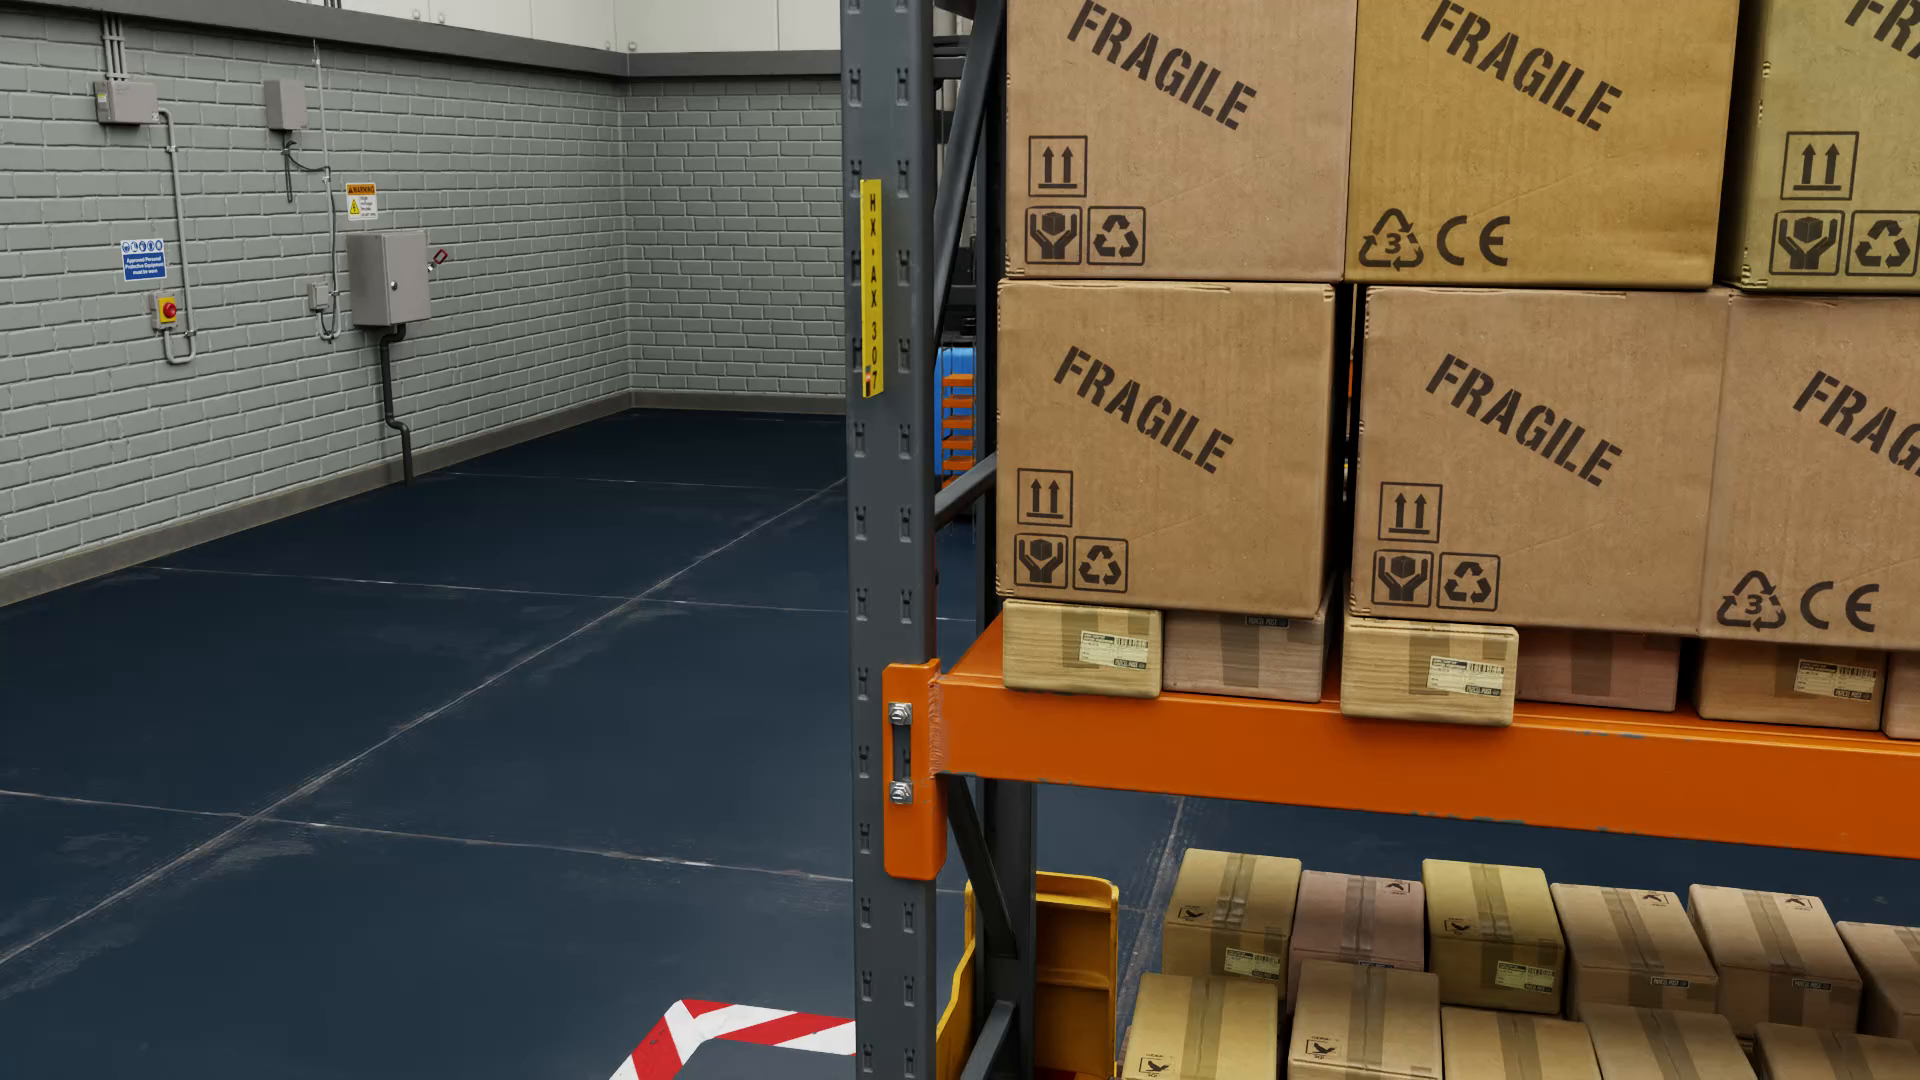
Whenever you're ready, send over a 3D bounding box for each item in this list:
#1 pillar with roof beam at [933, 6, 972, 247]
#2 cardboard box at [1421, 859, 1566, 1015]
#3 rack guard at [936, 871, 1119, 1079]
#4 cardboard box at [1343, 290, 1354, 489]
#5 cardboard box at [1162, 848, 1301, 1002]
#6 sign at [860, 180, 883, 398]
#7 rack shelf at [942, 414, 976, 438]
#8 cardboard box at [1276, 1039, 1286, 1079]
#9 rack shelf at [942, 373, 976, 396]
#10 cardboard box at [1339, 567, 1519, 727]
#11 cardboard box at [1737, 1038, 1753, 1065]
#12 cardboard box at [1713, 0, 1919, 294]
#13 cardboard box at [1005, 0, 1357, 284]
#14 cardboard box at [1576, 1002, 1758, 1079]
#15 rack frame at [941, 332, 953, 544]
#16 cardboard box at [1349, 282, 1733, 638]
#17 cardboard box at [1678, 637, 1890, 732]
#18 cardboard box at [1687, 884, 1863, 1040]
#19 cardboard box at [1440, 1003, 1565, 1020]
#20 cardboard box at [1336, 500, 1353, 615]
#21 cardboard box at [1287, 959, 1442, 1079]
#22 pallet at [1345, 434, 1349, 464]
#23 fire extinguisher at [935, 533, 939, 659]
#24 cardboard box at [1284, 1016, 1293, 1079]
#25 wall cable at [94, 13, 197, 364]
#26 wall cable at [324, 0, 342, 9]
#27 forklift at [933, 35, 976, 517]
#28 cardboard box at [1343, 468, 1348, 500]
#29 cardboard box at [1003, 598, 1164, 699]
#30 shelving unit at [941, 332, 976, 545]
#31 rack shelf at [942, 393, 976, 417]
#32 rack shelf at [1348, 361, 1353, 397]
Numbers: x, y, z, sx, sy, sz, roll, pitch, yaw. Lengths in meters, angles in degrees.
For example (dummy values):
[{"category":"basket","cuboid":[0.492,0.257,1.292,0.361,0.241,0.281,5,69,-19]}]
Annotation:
[{"category":"pillar with roof beam","cuboid":[-1.163,-4.519,9.327,0.400,9.000,9.100,3,13,14]},{"category":"cardboard box","cuboid":[1.083,0.806,3.413,0.250,0.149,0.380,3,13,12]},{"category":"rack guard","cuboid":[0.070,1.148,3.404,0.348,0.500,1.175,3,13,14]},{"category":"cardboard box","cuboid":[0.494,-0.301,3.247,0.500,0.500,0.500,3,13,15]},{"category":"cardboard box","cuboid":[0.571,0.795,3.466,0.250,0.149,0.380,3,13,14]},{"category":"sign","cuboid":[-0.133,-0.385,2.543,0.005,0.325,0.100,3,13,14]},{"category":"rack shelf","cuboid":[0.014,-0.659,9.584,0.180,0.103,0.258,3,13,14]},{"category":"cardboard box","cuboid":[0.444,1.047,3.016,0.250,0.149,0.380,4,13,16]},{"category":"rack shelf","cuboid":[0.014,-0.893,9.532,0.180,0.103,0.258,3,13,14]},{"category":"cardboard box","cuboid":[0.738,0.162,2.658,0.250,0.149,0.380,3,13,12]},{"category":"cardboard box","cuboid":[1.588,0.984,3.300,0.250,0.149,0.380,3,13,14]},{"category":"cardboard box","cuboid":[1.360,-0.623,2.388,0.500,0.500,0.500,3,13,12]},{"category":"cardboard box","cuboid":[0.369,-0.679,2.643,0.500,0.500,0.500,3,13,13]},{"category":"cardboard box","cuboid":[1.195,0.943,2.795,0.250,0.149,0.380,2,13,11]},{"category":"rack frame","cuboid":[-0.075,-0.590,9.622,0.006,1.200,0.240,3,13,14]},{"category":"cardboard box","cuboid":[0.892,-0.166,2.640,0.500,0.500,0.500,3,13,14]},{"category":"cardboard box","cuboid":[1.280,0.166,2.640,0.250,0.149,0.380,3,13,13]},{"category":"cardboard box","cuboid":[1.594,0.835,3.282,0.250,0.149,0.380,4,13,16]},{"category":"cardboard box","cuboid":[1.082,0.960,3.409,0.250,0.149,0.380,3,13,11]},{"category":"cardboard box","cuboid":[0.860,0.035,3.232,0.250,0.149,0.380,3,13,13]},{"category":"cardboard box","cuboid":[0.720,0.908,2.955,0.250,0.149,0.380,3,13,15]},{"category":"pallet","cuboid":[3.118,-0.760,12.671,1.213,0.211,1.003,3,13,14]},{"category":"fire extinguisher","cuboid":[-0.138,0.034,3.696,0.183,0.674,0.296,3,13,14]},{"category":"cardboard box","cuboid":[0.557,1.094,3.489,0.250,0.149,0.380,3,13,14]},{"category":"wall cable","cuboid":[-4.396,-1.921,9.050,0.123,1.953,0.585,3,13,14]},{"category":"wall cable","cuboid":[-3.619,-5.047,11.620,0.133,3.039,2.988,3,13,14]},{"category":"forklift","cuboid":[0.175,-1.840,11.259,1.130,2.935,3.031,1,13,6]},{"category":"cardboard box","cuboid":[1.749,-0.063,8.039,0.875,0.438,0.875,3,13,12]},{"category":"cardboard box","cuboid":[0.232,0.132,2.792,0.250,0.149,0.380,3,13,13]},{"category":"shelving unit","cuboid":[0.014,-0.585,9.600,0.189,1.200,0.258,3,13,14]},{"category":"rack shelf","cuboid":[0.014,-0.776,9.558,0.180,0.103,0.258,3,13,14]},{"category":"rack shelf","cuboid":[3.026,-0.667,7.477,4.000,0.370,1.077,3,13,14]}]
